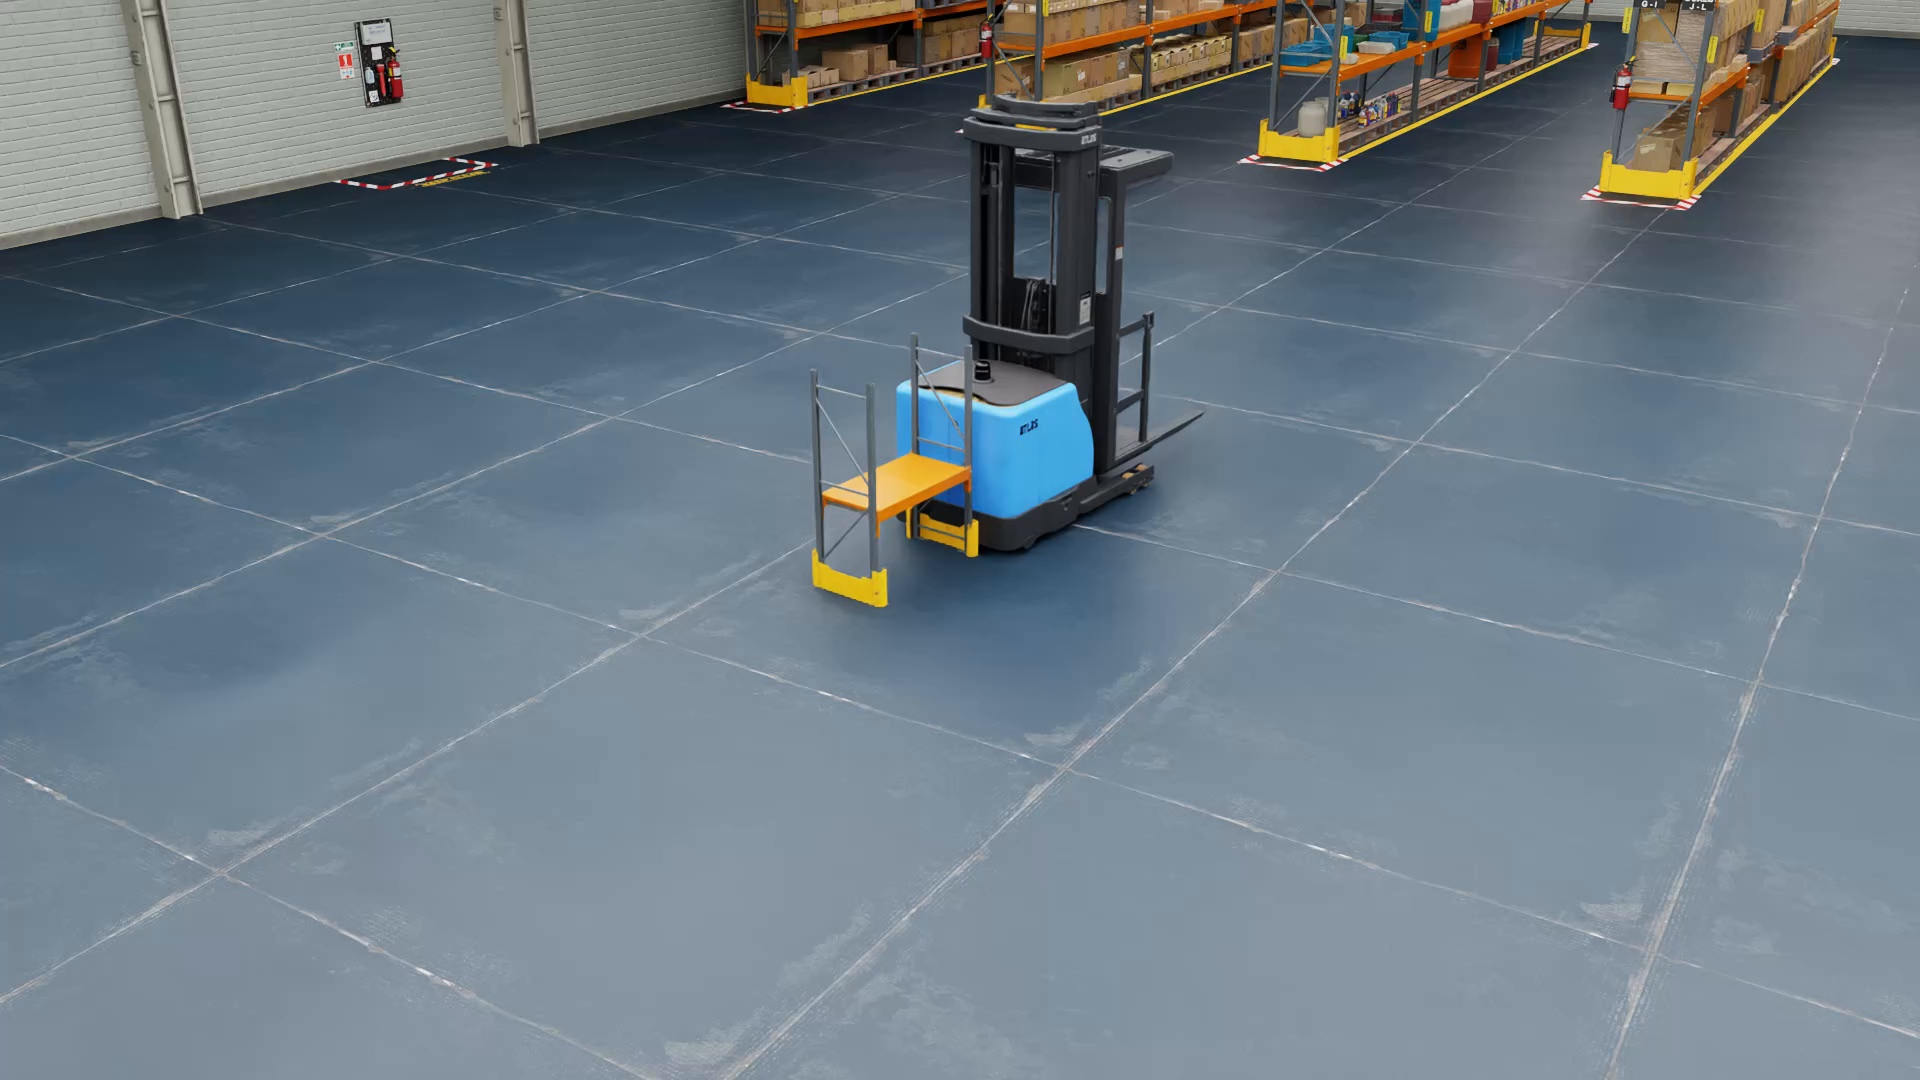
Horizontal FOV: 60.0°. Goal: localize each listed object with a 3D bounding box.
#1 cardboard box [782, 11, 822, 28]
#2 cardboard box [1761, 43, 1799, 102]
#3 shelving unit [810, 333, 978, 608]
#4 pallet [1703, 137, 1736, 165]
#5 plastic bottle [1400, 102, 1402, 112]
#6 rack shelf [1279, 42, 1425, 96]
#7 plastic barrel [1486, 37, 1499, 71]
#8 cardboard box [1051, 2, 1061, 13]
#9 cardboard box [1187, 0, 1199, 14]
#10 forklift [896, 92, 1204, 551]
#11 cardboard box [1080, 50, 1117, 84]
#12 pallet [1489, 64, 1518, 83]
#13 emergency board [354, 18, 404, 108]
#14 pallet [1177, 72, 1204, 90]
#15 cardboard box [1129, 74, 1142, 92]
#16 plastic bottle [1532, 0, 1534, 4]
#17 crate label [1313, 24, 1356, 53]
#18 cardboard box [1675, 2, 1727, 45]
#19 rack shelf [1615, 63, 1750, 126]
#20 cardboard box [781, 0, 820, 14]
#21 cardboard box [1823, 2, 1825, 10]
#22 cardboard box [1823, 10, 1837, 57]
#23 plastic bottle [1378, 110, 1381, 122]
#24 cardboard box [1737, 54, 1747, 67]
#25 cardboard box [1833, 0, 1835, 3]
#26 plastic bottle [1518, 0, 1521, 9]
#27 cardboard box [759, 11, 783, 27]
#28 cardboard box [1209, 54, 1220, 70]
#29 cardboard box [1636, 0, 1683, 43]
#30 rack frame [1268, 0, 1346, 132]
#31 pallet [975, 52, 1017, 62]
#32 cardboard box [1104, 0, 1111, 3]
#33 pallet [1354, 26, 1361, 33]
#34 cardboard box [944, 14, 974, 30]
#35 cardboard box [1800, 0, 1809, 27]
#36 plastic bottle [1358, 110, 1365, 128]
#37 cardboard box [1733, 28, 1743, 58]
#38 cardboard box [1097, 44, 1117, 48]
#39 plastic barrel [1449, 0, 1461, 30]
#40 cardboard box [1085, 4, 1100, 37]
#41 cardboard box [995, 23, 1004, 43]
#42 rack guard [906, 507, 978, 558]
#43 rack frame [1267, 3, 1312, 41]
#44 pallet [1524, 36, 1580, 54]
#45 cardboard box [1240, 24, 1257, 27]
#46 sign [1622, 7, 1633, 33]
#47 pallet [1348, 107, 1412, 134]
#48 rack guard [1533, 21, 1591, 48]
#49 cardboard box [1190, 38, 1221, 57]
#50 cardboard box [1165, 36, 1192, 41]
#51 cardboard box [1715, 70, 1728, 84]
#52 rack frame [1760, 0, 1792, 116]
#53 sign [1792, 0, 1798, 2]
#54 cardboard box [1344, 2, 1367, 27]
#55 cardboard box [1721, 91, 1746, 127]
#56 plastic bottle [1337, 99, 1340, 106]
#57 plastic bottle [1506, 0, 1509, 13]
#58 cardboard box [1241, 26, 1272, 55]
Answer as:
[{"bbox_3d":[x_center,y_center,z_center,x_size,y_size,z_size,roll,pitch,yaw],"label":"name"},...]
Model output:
[{"bbox_3d":[-2.795,-9.238,29.477,0.500,0.250,0.500,13,27,27],"label":"cardboard box"},{"bbox_3d":[13.904,-8.232,29.135,1.225,0.875,0.875,12,26,27],"label":"cardboard box"},{"bbox_3d":[-0.424,-0.487,10.987,0.587,1.500,1.083,17,28,33],"label":"shelving unit"},{"bbox_3d":[11.088,-5.922,25.163,1.003,0.211,1.213,14,27,29],"label":"pallet"},{"bbox_3d":[7.278,-7.203,27.582,0.097,0.201,0.097,0,23,0],"label":"plastic bottle"},{"bbox_3d":[6.149,-7.468,26.131,1.077,0.370,4.000,14,27,29],"label":"rack shelf"},{"bbox_3d":[10.153,-9.459,32.332,0.600,0.588,0.708,14,27,29],"label":"plastic barrel"},{"bbox_3d":[1.415,-8.683,27.090,0.380,0.149,0.250,13,27,28],"label":"cardboard box"},{"bbox_3d":[4.237,-10.339,31.731,0.500,0.500,0.500,12,26,26],"label":"cardboard box"},{"bbox_3d":[0.826,-1.793,12.202,1.130,2.935,3.031,17,28,33],"label":"forklift"},{"bbox_3d":[2.405,-8.249,29.019,0.500,0.500,0.500,14,27,29],"label":"cardboard box"},{"bbox_3d":[10.339,-9.229,32.802,1.003,0.211,1.213,14,27,29],"label":"pallet"},{"bbox_3d":[-8.189,-6.766,23.603,0.194,1.169,0.643,14,27,29],"label":"emergency board"},{"bbox_3d":[3.996,-8.903,32.050,1.003,0.211,1.213,14,27,29],"label":"pallet"},{"bbox_3d":[2.939,-8.241,29.944,0.500,0.250,0.500,14,27,29],"label":"cardboard box"},{"bbox_3d":[11.408,-10.831,33.141,0.061,0.283,0.133,14,27,29],"label":"plastic bottle"},{"bbox_3d":[5.835,-7.817,25.988,0.502,0.435,0.616,14,27,29],"label":"crate label"},{"bbox_3d":[9.824,-6.855,22.050,0.500,0.500,0.500,14,27,29],"label":"cardboard box"},{"bbox_3d":[10.357,-6.430,23.733,1.077,0.370,4.000,14,27,29],"label":"rack shelf"},{"bbox_3d":[-2.815,-9.582,29.328,0.500,0.500,0.500,14,27,29],"label":"cardboard box"},{"bbox_3d":[16.485,-10.317,32.123,0.380,0.149,0.250,13,27,28],"label":"cardboard box"},{"bbox_3d":[17.472,-10.470,34.306,0.875,0.875,0.875,14,27,29],"label":"cardboard box"},{"bbox_3d":[6.710,-6.840,26.743,0.097,0.201,0.097,0,23,0],"label":"plastic bottle"},{"bbox_3d":[11.548,-7.186,24.890,0.380,0.149,0.250,14,27,29],"label":"cardboard box"},{"bbox_3d":[17.432,-10.924,33.525,0.380,0.149,0.250,14,27,30],"label":"cardboard box"},{"bbox_3d":[10.839,-10.498,32.382,0.152,0.276,0.135,14,27,29],"label":"plastic bottle"},{"bbox_3d":[-3.240,-9.338,29.709,0.500,0.250,0.500,14,27,30],"label":"cardboard box"},{"bbox_3d":[4.769,-9.390,32.598,0.500,0.250,0.500,14,27,28],"label":"cardboard box"},{"bbox_3d":[9.382,-6.964,22.302,0.500,0.500,0.500,14,27,29],"label":"cardboard box"},{"bbox_3d":[5.094,-7.123,24.429,1.000,3.000,0.127,14,27,29],"label":"rack frame"},{"bbox_3d":[0.484,-10.356,35.407,1.003,0.211,1.213,14,27,29],"label":"pallet"},{"bbox_3d":[2.366,-9.291,28.494,0.380,0.149,0.250,15,27,30],"label":"cardboard box"},{"bbox_3d":[8.868,-11.988,39.176,1.003,0.211,1.213,14,27,29],"label":"pallet"},{"bbox_3d":[-0.059,-10.691,34.318,0.500,0.250,0.500,14,27,29],"label":"cardboard box"},{"bbox_3d":[14.812,-9.455,29.689,0.500,0.500,0.500,14,27,29],"label":"cardboard box"},{"bbox_3d":[6.315,-6.620,26.146,0.097,0.271,0.097,0,23,0],"label":"plastic bottle"},{"bbox_3d":[11.122,-7.479,24.750,0.875,0.500,0.500,14,27,29],"label":"cardboard box"},{"bbox_3d":[2.487,-8.697,30.052,0.500,0.500,0.500,14,27,29],"label":"cardboard box"},{"bbox_3d":[8.510,-9.206,29.069,0.433,0.535,0.433,0,23,0],"label":"plastic barrel"},{"bbox_3d":[1.959,-8.886,28.376,0.700,0.500,0.500,15,27,31],"label":"cardboard box"},{"bbox_3d":[0.562,-10.700,35.284,0.700,0.500,0.500,14,27,30],"label":"cardboard box"},{"bbox_3d":[-0.126,-0.072,11.601,0.587,0.250,0.087,17,28,33],"label":"rack guard"},{"bbox_3d":[7.218,-12.213,36.185,1.000,3.000,0.127,14,27,29],"label":"rack frame"},{"bbox_3d":[13.066,-10.974,36.833,1.003,0.211,1.213,14,27,29],"label":"pallet"},{"bbox_3d":[5.947,-10.635,35.134,0.500,0.500,0.500,13,26,27],"label":"cardboard box"},{"bbox_3d":[8.841,-6.885,22.023,0.100,0.325,0.005,14,27,29],"label":"sign"},{"bbox_3d":[6.815,-6.976,27.598,1.003,0.211,1.213,14,27,29],"label":"pallet"},{"bbox_3d":[13.536,-11.387,37.425,1.175,0.500,0.348,14,27,29],"label":"rack guard"},{"bbox_3d":[4.772,-9.646,32.482,0.500,0.311,0.500,13,27,28],"label":"cardboard box"},{"bbox_3d":[4.312,-9.757,32.738,0.500,0.311,0.500,13,27,28],"label":"cardboard box"},{"bbox_3d":[10.529,-6.502,23.310,0.380,0.149,0.250,14,27,29],"label":"cardboard box"},{"bbox_3d":[13.522,-8.785,28.268,1.000,3.000,0.127,14,27,29],"label":"rack frame"},{"bbox_3d":[13.988,-9.170,27.799,0.100,0.325,0.005,14,27,29],"label":"sign"},{"bbox_3d":[9.250,-12.382,39.170,0.500,0.500,0.500,14,27,29],"label":"cardboard box"},{"bbox_3d":[12.022,-6.850,26.390,0.700,0.500,0.500,14,27,29],"label":"cardboard box"},{"bbox_3d":[6.102,-7.067,27.079,0.144,0.351,0.185,14,27,29],"label":"plastic bottle"},{"bbox_3d":[10.389,-10.188,31.670,0.097,0.271,0.097,0,23,0],"label":"plastic bottle"},{"bbox_3d":[6.131,-10.357,34.492,0.500,0.500,0.500,13,27,28],"label":"cardboard box"}]
